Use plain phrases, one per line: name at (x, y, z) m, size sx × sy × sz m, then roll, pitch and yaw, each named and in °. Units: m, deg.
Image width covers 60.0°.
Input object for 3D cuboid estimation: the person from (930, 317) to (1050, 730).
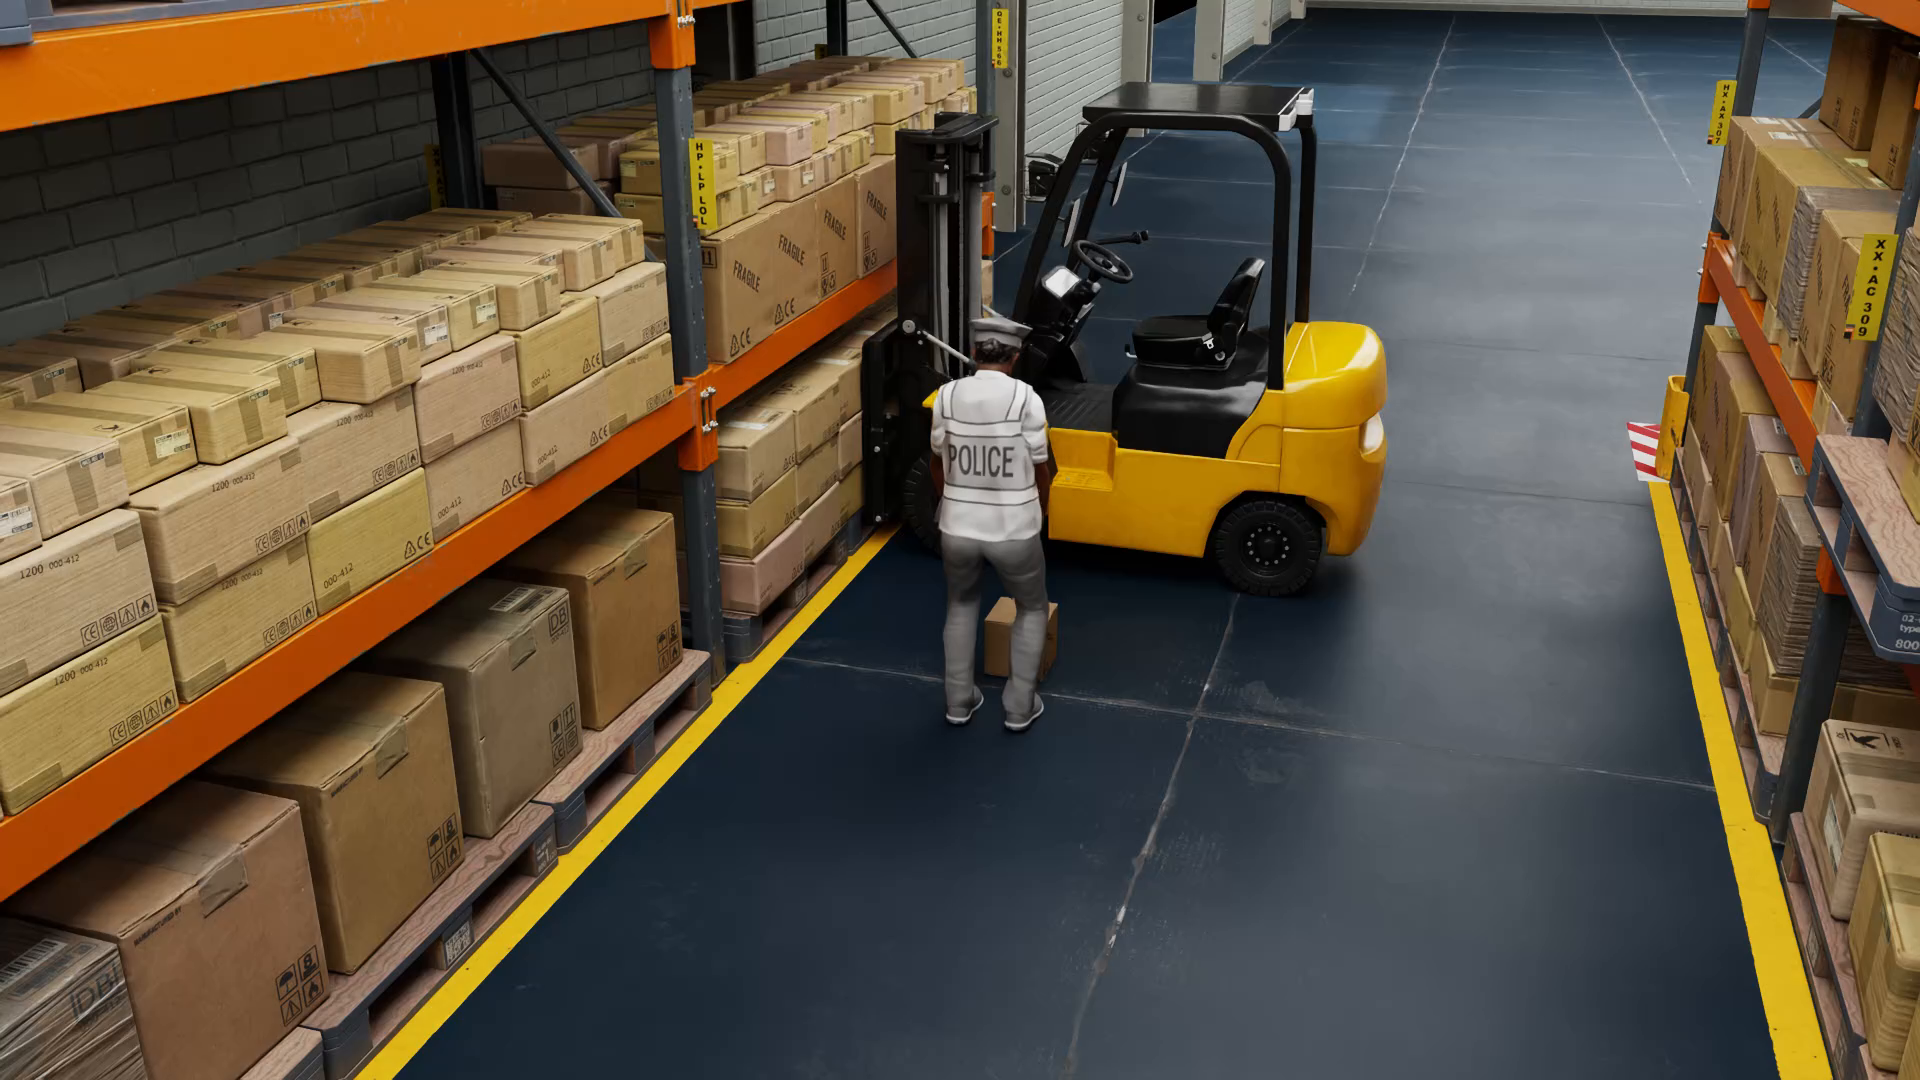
person at (0.109, -0.048, 6.321) m, size 0.469 × 1.591 × 0.500 m, roll 7°, pitch 23°, yaw 17°
